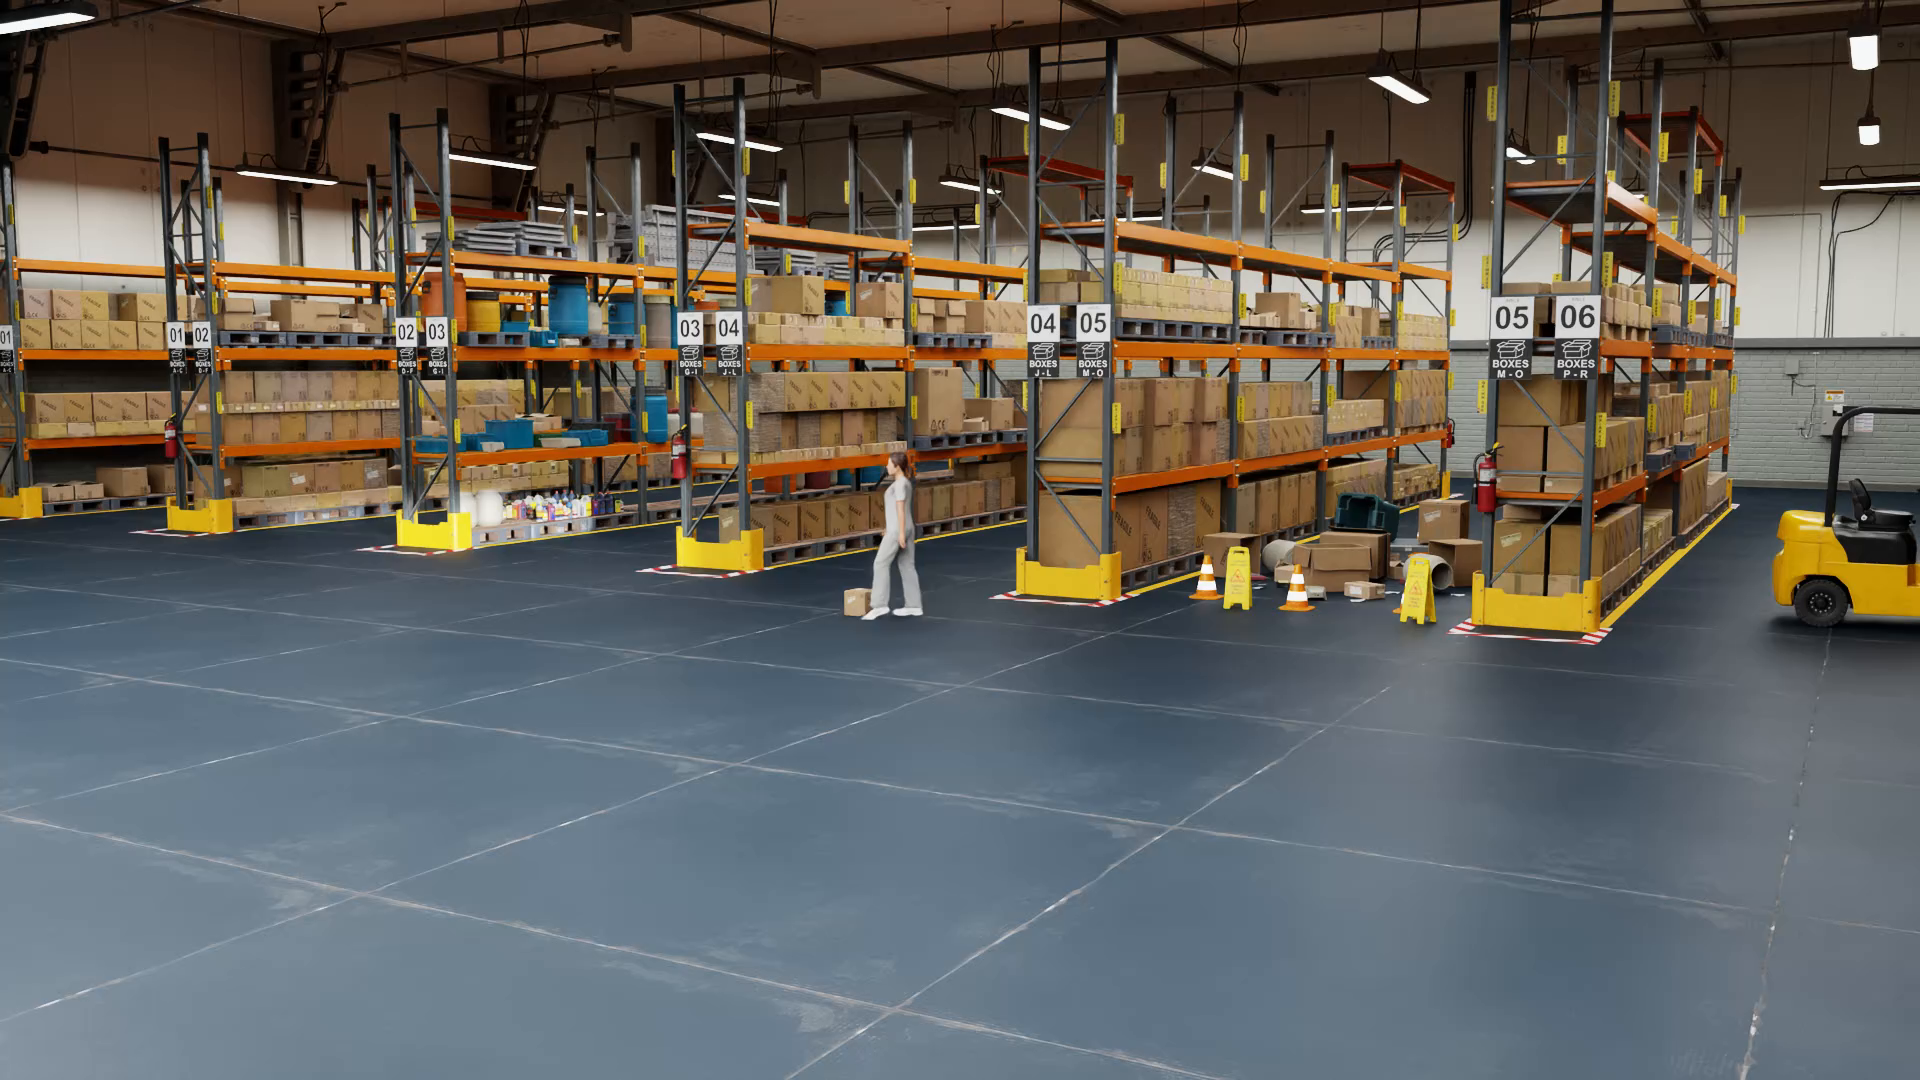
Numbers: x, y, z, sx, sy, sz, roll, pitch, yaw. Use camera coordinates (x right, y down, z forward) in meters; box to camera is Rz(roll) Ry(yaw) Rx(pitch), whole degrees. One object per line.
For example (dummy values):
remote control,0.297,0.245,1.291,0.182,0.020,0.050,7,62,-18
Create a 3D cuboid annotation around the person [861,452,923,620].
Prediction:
person,-0.657,-0.040,16.810,0.609,1.710,0.496,1,6,13
